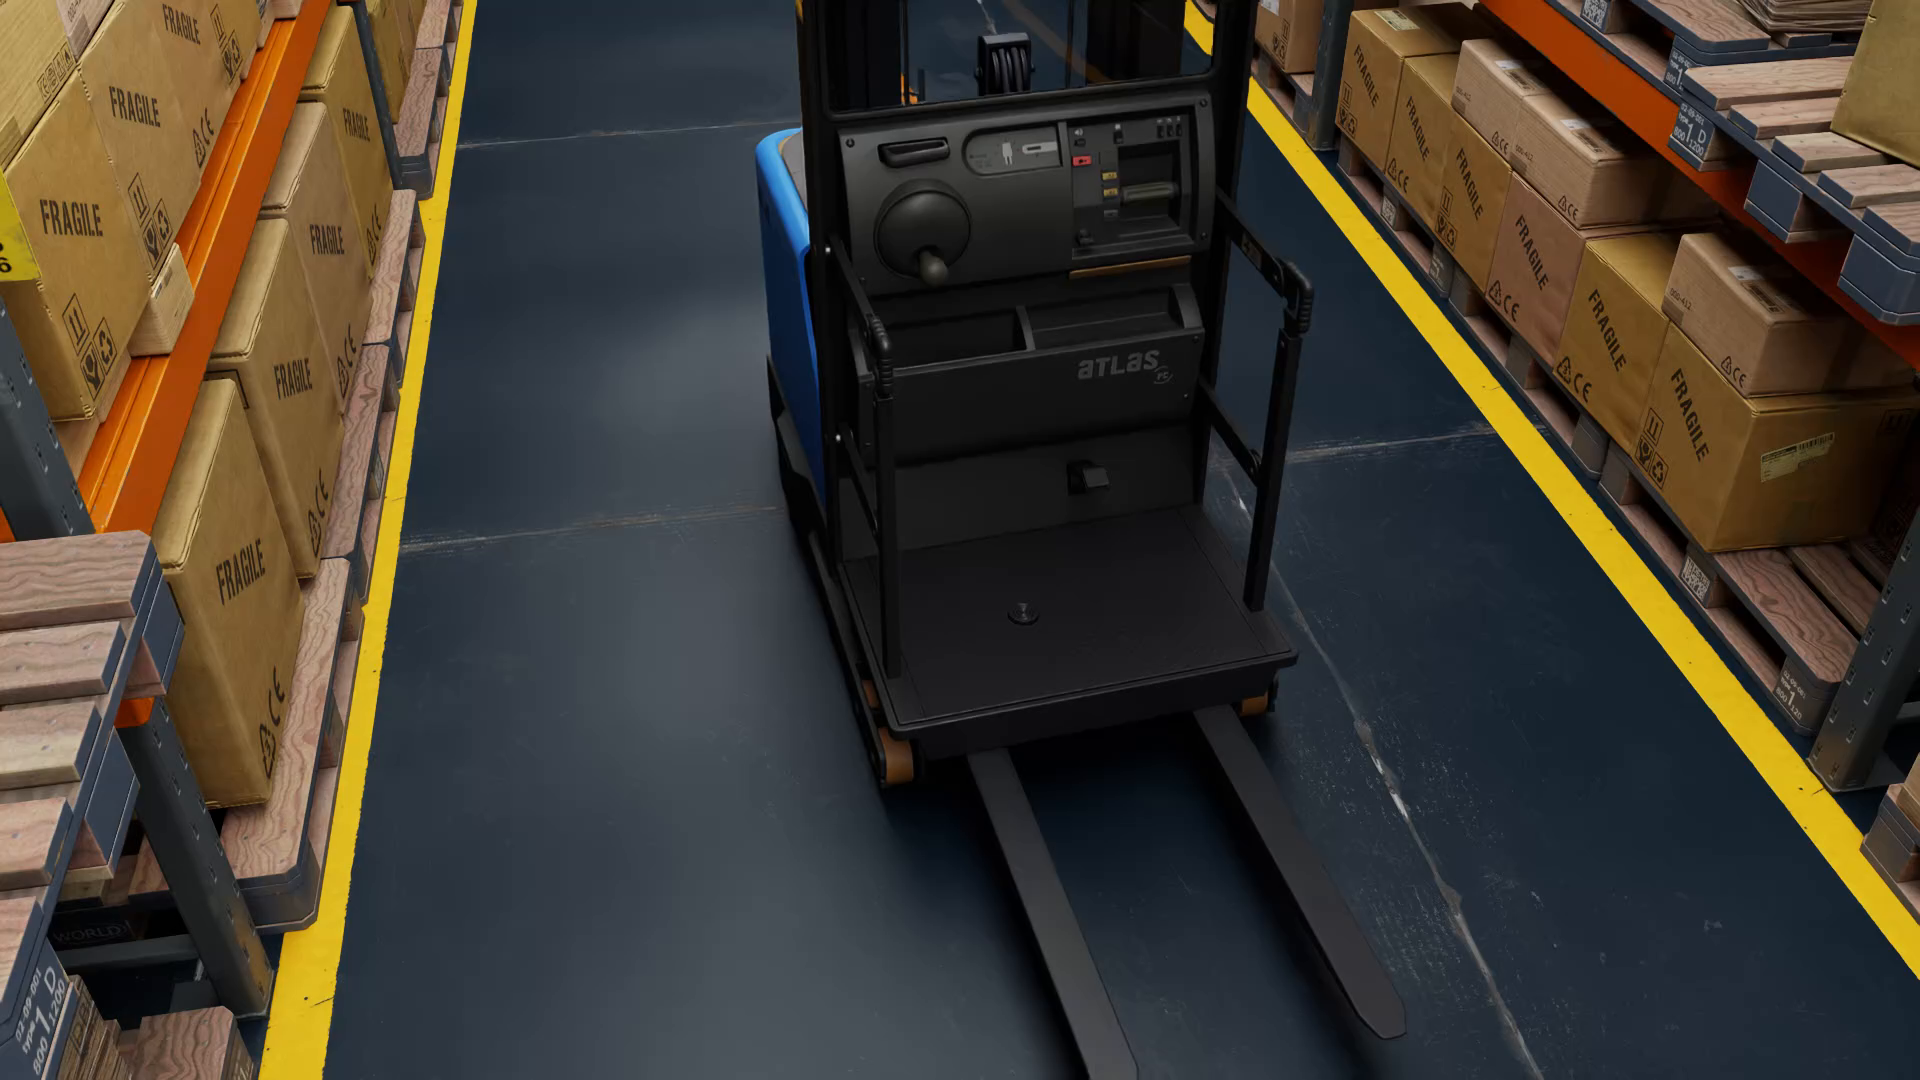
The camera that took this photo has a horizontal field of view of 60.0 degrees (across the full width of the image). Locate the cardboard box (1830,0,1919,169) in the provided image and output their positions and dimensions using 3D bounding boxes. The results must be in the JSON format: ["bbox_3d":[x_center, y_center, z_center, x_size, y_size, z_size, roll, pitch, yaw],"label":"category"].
[{"bbox_3d":[2.556,-1.175,3.894,0.700,0.500,0.500,-19,42,-23],"label":"cardboard box"}]

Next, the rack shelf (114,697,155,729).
[{"bbox_3d":[-1.748,1.426,1.556,1.077,0.370,4.000,-6,38,-8],"label":"rack shelf"}]

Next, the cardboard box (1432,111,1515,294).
[{"bbox_3d":[2.106,-1.262,6.109,0.500,0.500,0.500,-6,38,-7],"label":"cardboard box"}]

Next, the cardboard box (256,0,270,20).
[{"bbox_3d":[-2.292,-1.784,4.761,0.500,0.500,0.500,-6,38,-8],"label":"cardboard box"}]

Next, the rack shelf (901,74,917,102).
[{"bbox_3d":[-0.294,-1.441,5.487,0.258,0.148,0.480,-9,39,-12],"label":"rack shelf"}]

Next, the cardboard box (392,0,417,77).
[{"bbox_3d":[-2.915,-2.428,7.625,0.700,0.500,0.500,-7,38,-8],"label":"cardboard box"}]

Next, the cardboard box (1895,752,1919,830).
[{"bbox_3d":[2.580,0.666,3.846,0.500,0.250,0.500,-6,38,-8],"label":"cardboard box"}]

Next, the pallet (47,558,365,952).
[{"bbox_3d":[-2.163,0.550,4.369,1.003,0.211,1.213,-6,38,-8],"label":"pallet"}]

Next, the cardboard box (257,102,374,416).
[{"bbox_3d":[-2.399,-0.884,5.353,0.750,0.750,0.750,-5,38,-7],"label":"cardboard box"}]

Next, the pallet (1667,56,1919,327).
[{"bbox_3d":[2.590,-0.928,4.155,1.213,0.211,1.003,-6,38,-8],"label":"pallet"}]

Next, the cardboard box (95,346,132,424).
[{"bbox_3d":[-1.964,-0.352,3.447,0.380,0.149,0.250,-6,38,-7],"label":"cardboard box"}]

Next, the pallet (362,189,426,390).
[{"bbox_3d":[-2.591,-0.923,6.266,1.003,0.211,1.213,-6,38,-8],"label":"pallet"}]

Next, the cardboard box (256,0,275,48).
[{"bbox_3d":[-2.312,-1.598,5.051,0.380,0.149,0.250,-6,38,-8],"label":"cardboard box"}]

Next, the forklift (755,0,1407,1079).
[{"bbox_3d":[0.233,-0.775,3.858,1.130,2.935,3.031,-9,39,-12],"label":"forklift"}]

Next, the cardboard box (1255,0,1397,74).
[{"bbox_3d":[1.697,-2.518,7.725,0.500,0.500,0.500,-6,38,-8],"label":"cardboard box"}]

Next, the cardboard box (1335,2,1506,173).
[{"bbox_3d":[1.921,-1.886,6.911,0.500,0.500,0.500,-8,39,-10],"label":"cardboard box"}]

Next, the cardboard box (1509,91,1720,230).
[{"bbox_3d":[2.185,-1.275,5.514,0.500,0.250,0.500,-7,38,-9],"label":"cardboard box"}]

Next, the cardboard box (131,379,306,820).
[{"bbox_3d":[-2.099,0.158,4.011,0.750,0.750,0.750,-7,38,-9],"label":"cardboard box"}]

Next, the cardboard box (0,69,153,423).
[{"bbox_3d":[-1.932,-0.552,3.176,0.500,0.500,0.500,-5,38,-7],"label":"cardboard box"}]

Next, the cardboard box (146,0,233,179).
[{"bbox_3d":[-2.101,-1.169,3.970,0.500,0.500,0.500,-6,38,-8],"label":"cardboard box"}]

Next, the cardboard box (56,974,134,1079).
[{"bbox_3d":[-1.921,1.176,2.970,0.700,0.500,0.500,-6,38,-7],"label":"cardboard box"}]

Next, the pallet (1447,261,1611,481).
[{"bbox_3d":[2.473,-0.691,5.967,1.003,0.211,1.213,-6,38,-8],"label":"pallet"}]

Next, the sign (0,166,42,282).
[{"bbox_3d":[-1.566,-0.556,2.642,0.100,0.325,0.005,-6,38,-8],"label":"sign"}]

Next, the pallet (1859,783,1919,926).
[{"bbox_3d":[2.883,1.001,3.789,1.003,0.211,1.213,-6,38,-8],"label":"pallet"}]

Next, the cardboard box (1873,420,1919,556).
[{"bbox_3d":[2.979,-0.094,4.605,0.500,0.500,0.500,-5,38,-6],"label":"cardboard box"}]

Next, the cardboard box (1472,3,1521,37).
[{"bbox_3d":[2.445,-1.937,6.977,0.500,0.500,0.500,-6,38,-8],"label":"cardboard box"}]

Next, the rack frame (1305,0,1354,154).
[{"bbox_3d":[2.076,-3.018,6.689,1.000,3.000,0.127,-6,38,-8],"label":"rack frame"}]

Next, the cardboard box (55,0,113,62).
[{"bbox_3d":[-2.020,-1.154,3.339,0.500,0.250,0.500,-7,38,-9],"label":"cardboard box"}]

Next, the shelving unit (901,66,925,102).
[{"bbox_3d":[-0.294,-1.131,5.728,0.258,1.200,0.503,-9,39,-12],"label":"shelving unit"}]

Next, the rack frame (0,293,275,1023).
[{"bbox_3d":[-2.099,-0.066,2.891,1.000,3.000,0.127,-6,38,-8],"label":"rack frame"}]

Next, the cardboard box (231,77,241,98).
[{"bbox_3d":[-2.247,-1.284,4.646,0.380,0.149,0.250,-5,38,-7],"label":"cardboard box"}]

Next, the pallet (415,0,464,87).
[{"bbox_3d":[-3.074,-2.587,8.408,1.003,0.211,1.213,-6,38,-8],"label":"pallet"}]

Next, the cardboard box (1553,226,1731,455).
[{"bbox_3d":[2.292,-0.640,5.308,0.500,0.500,0.500,-8,38,-10],"label":"cardboard box"}]

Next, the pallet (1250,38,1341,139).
[{"bbox_3d":[1.957,-2.331,8.079,1.003,0.211,1.213,-6,38,-8],"label":"pallet"}]

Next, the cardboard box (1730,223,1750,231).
[{"bbox_3d":[2.799,-0.713,5.402,0.500,0.500,0.500,-7,38,-9],"label":"cardboard box"}]
